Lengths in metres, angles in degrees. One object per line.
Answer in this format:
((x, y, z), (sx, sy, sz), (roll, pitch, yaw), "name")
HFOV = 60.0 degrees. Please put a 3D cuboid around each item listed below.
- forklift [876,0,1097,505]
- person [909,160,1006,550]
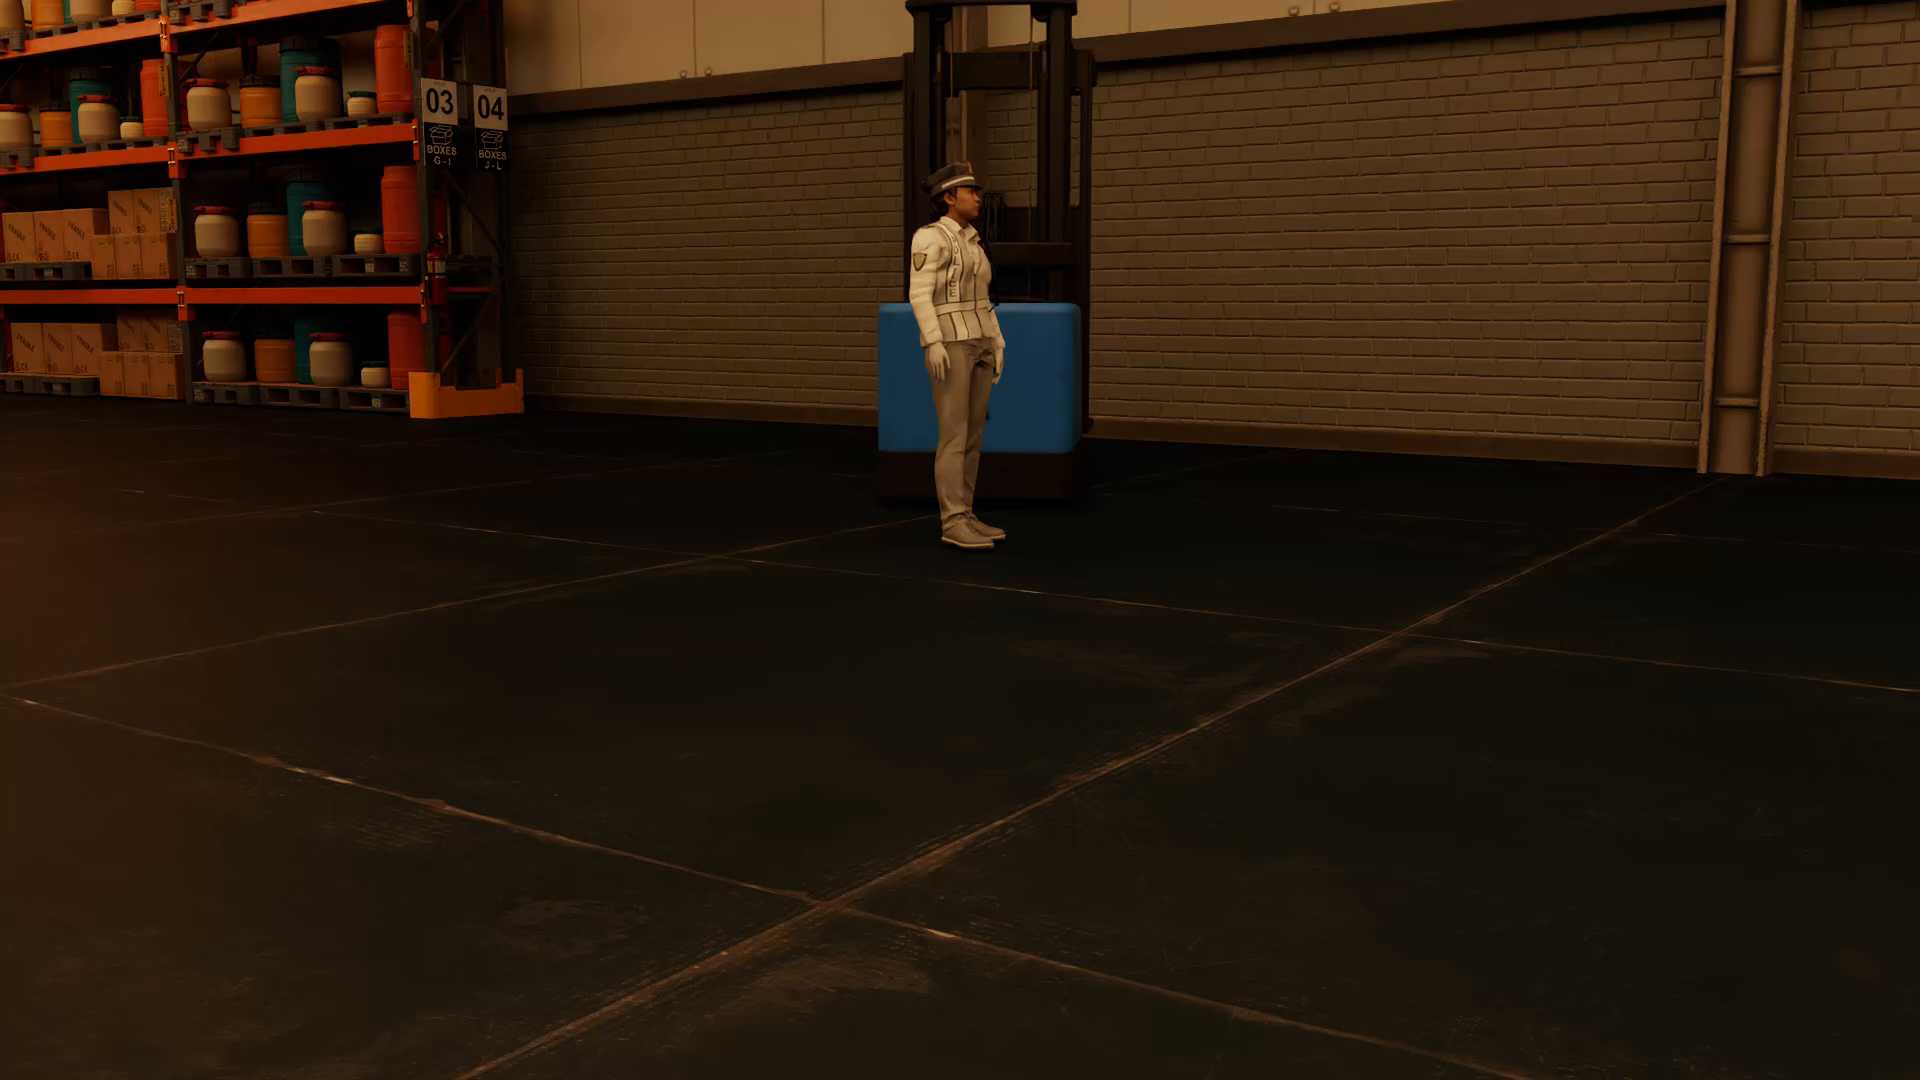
((0.244, -1.807, 9.899), (1.130, 2.935, 3.031), (1, 8, 7), "forklift")
((0.052, -0.840, 7.441), (0.534, 1.697, 0.588), (5, 10, 34), "person")
